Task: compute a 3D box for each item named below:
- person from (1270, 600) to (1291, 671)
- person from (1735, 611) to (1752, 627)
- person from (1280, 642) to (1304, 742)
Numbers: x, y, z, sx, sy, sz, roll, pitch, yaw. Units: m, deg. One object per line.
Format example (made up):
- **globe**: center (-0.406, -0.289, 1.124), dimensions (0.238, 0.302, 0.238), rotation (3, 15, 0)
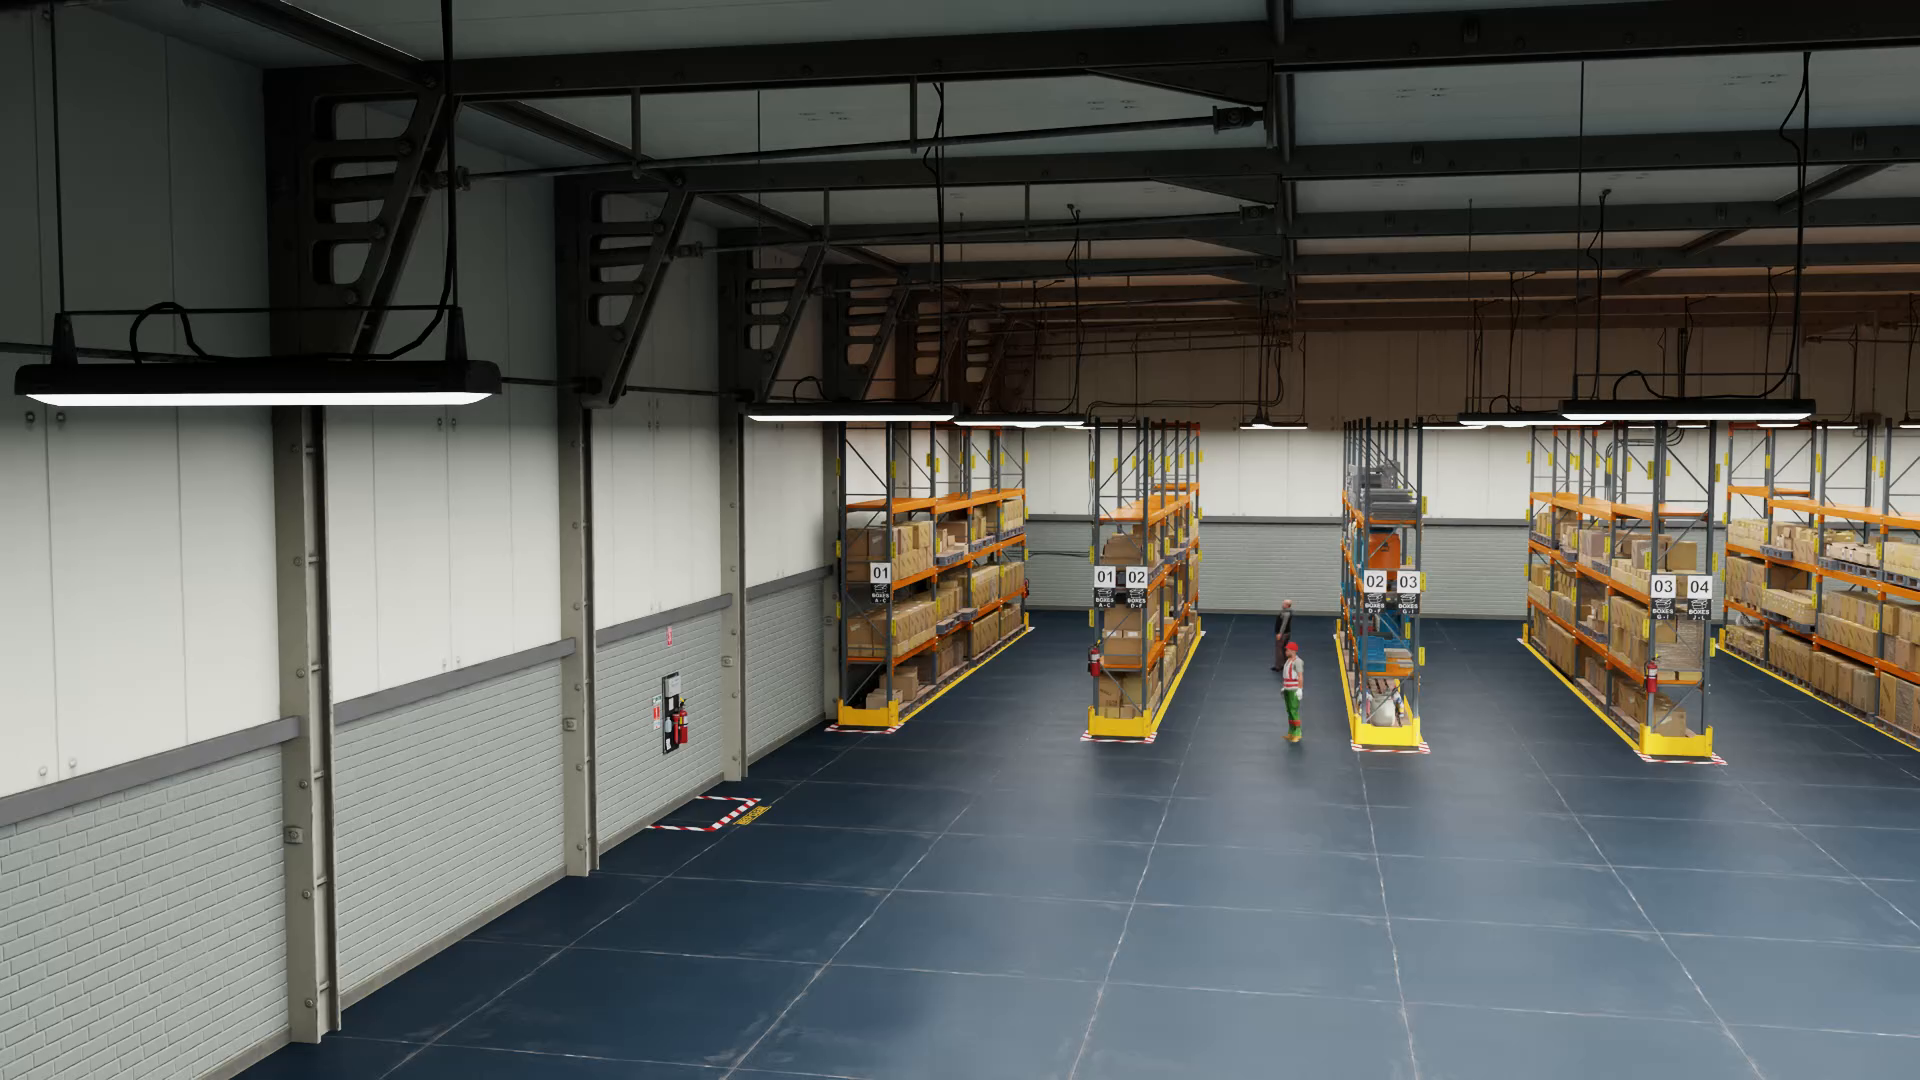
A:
- **person**: center (7.702, 2.284, 39.847), dimensions (0.502, 1.714, 0.599), rotation (2, 4, 27)
- **person**: center (21.456, 1.901, 45.252), dimensions (0.831, 1.759, 0.630), rotation (0, 4, 5)
- **person**: center (6.174, 2.827, 30.975), dimensions (0.375, 1.831, 0.618), rotation (-1, 4, -12)
